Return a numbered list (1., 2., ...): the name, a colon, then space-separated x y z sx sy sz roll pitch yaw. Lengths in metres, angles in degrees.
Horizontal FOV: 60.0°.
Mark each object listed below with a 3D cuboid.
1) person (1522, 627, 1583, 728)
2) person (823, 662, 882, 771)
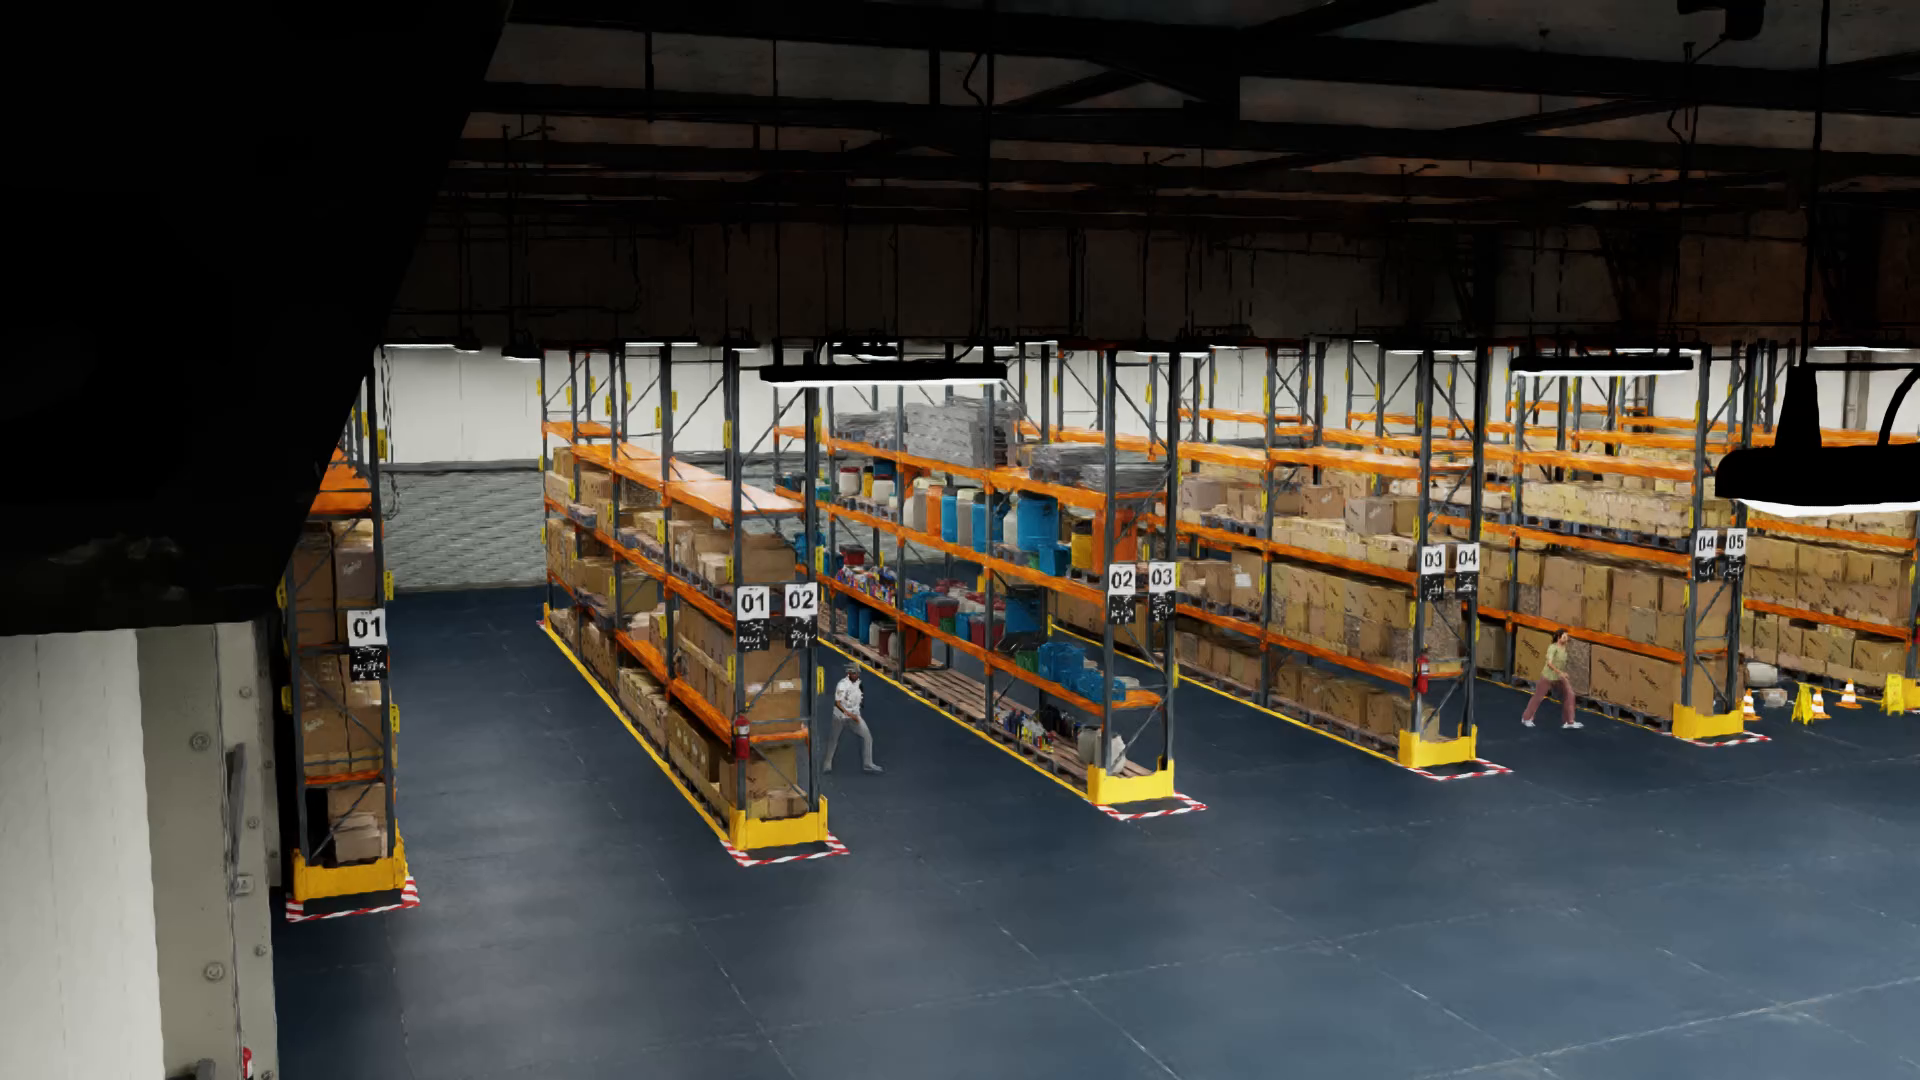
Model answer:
1. person: 9.282 2.143 26.070 0.611 1.603 0.817 -6 10 -39
2. person: -1.567 2.482 23.483 0.626 1.610 0.800 -6 10 -41
